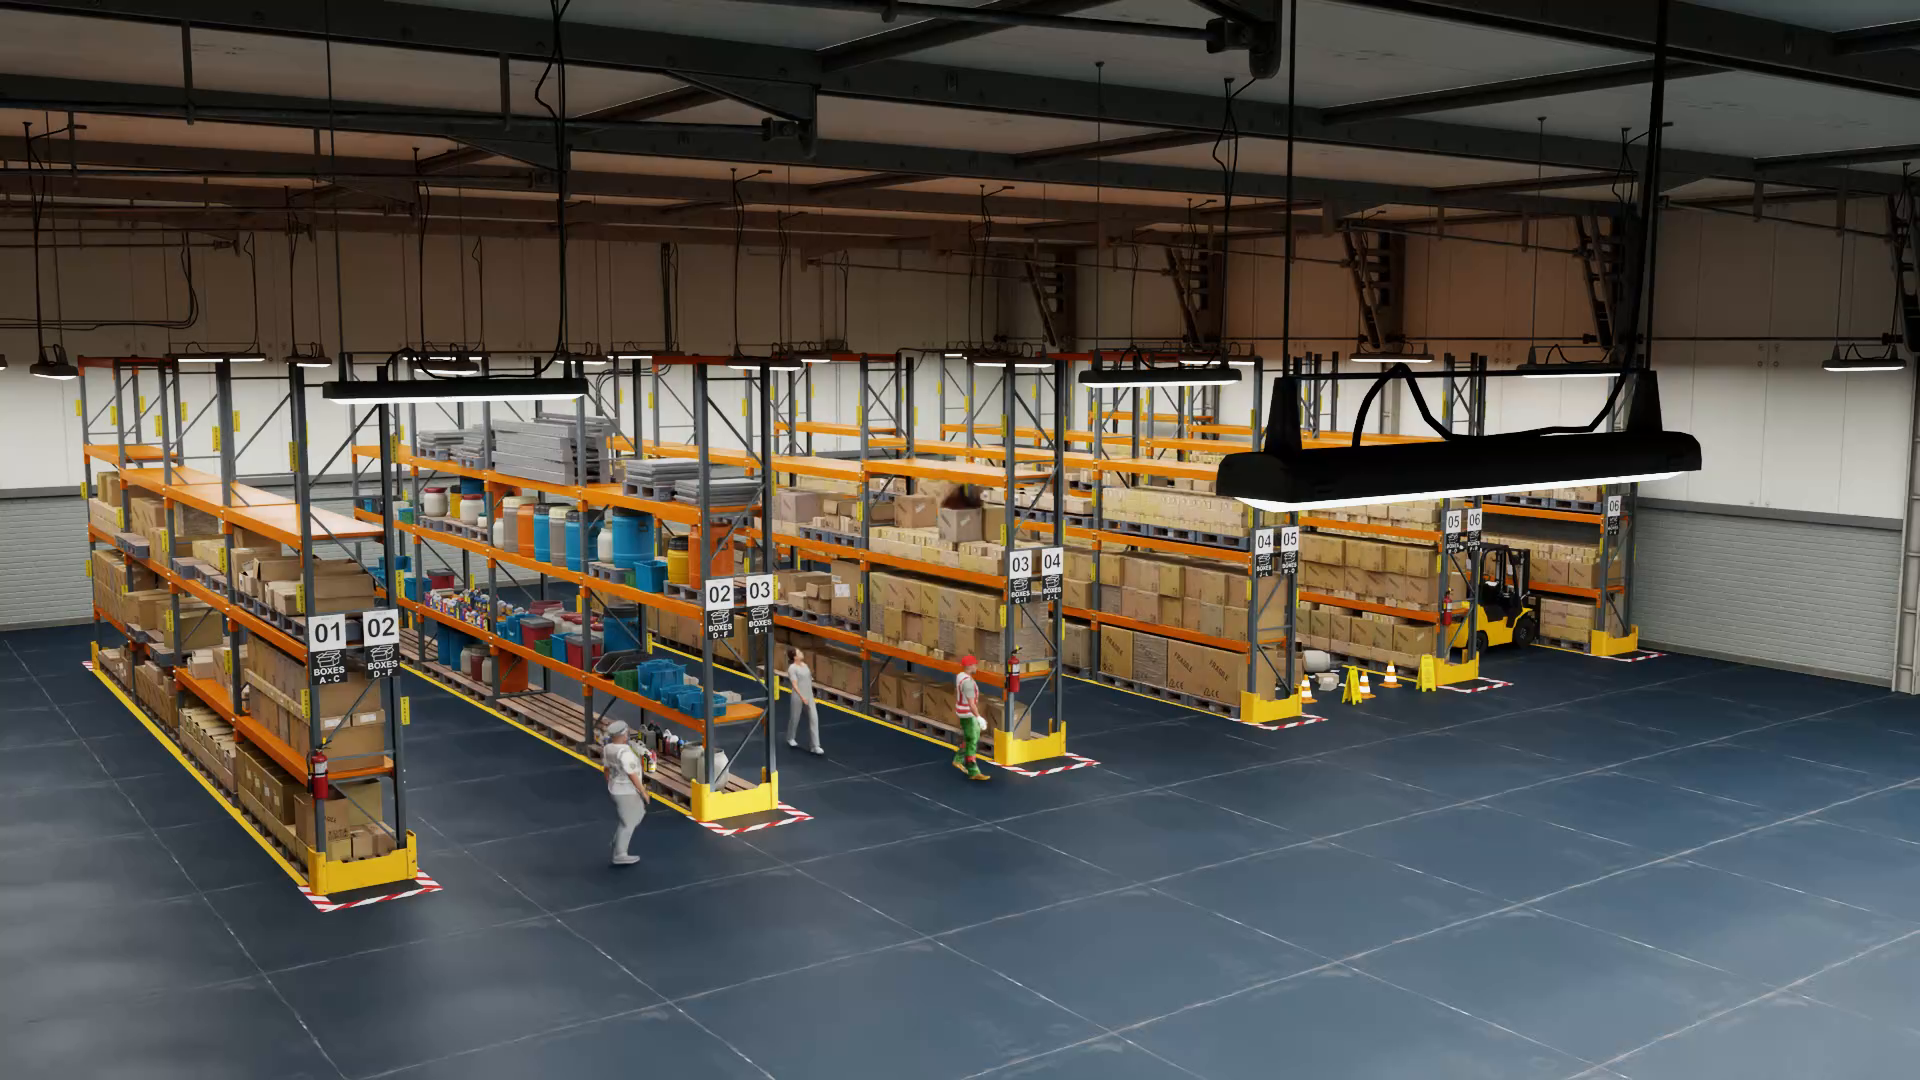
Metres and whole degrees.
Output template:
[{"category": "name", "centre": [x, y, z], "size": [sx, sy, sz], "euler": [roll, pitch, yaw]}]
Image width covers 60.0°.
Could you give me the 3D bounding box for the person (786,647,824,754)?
[{"category": "person", "centre": [-2.428, 2.446, 25.522], "size": [0.414, 1.588, 0.984], "euler": [-4, 8, -31]}]

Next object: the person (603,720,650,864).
[{"category": "person", "centre": [-4.000, 3.032, 19.974], "size": [0.499, 1.776, 0.557], "euler": [-3, 7, -22]}]

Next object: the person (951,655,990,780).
[{"category": "person", "centre": [0.144, 2.541, 23.970], "size": [0.536, 1.791, 0.649], "euler": [-1, 7, -7]}]
